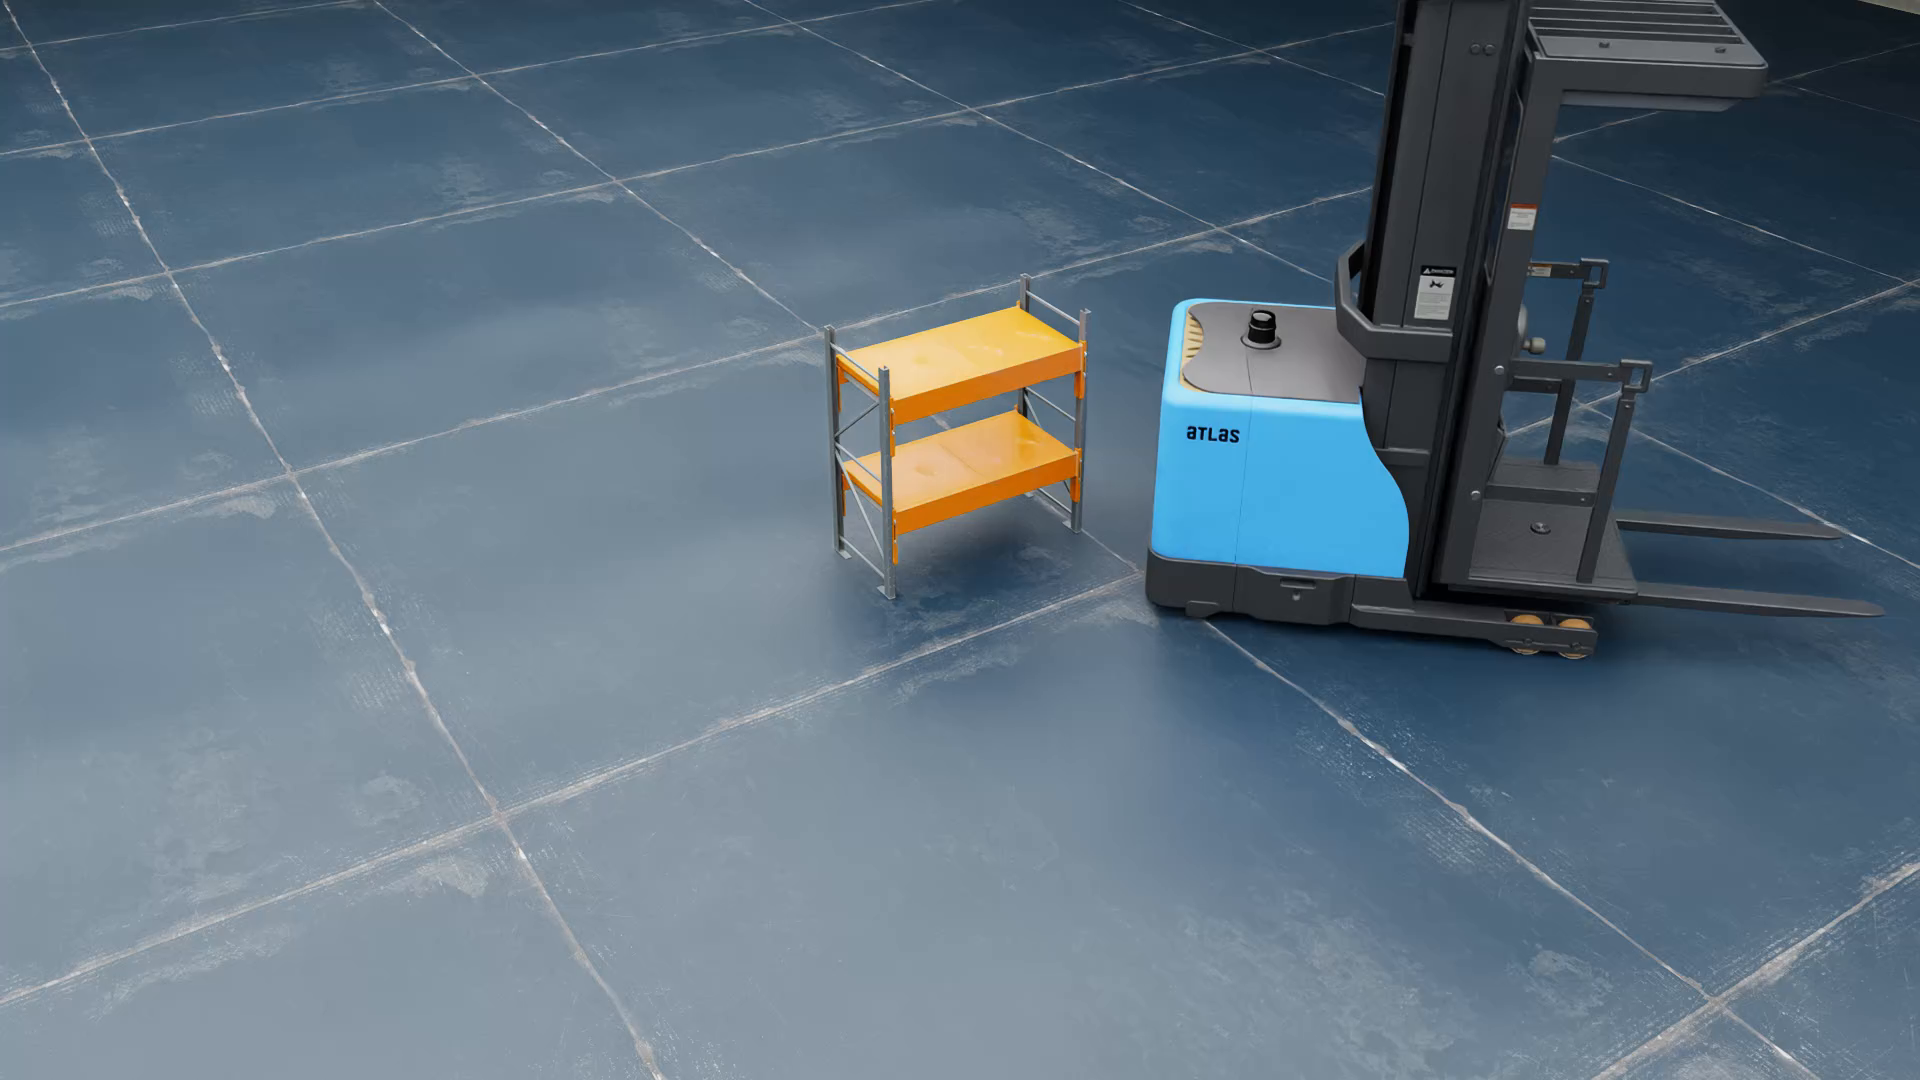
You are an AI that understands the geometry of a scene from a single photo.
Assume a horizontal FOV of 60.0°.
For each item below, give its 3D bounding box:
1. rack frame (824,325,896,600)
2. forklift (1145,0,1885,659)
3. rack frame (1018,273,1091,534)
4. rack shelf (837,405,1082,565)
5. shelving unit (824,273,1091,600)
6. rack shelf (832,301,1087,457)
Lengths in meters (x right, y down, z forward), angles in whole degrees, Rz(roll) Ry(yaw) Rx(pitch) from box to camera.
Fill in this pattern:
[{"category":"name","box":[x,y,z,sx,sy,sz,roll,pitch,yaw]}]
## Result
[{"category":"rack frame","box":[-0.433,-0.327,7.214,0.032,1.125,0.500,-19,37,-27]},{"category":"forklift","box":[2.370,-1.048,6.665,3.031,2.935,1.130,5,33,8]},{"category":"rack frame","box":[0.422,-0.621,7.680,0.032,1.125,0.500,-19,37,-27]},{"category":"rack shelf","box":[-0.006,-0.267,7.577,1.000,0.278,0.538,-19,37,-27]},{"category":"shelving unit","box":[-0.006,-0.474,7.447,1.048,1.125,0.538,-19,37,-27]},{"category":"rack shelf","box":[-0.006,-0.721,7.291,1.000,0.278,0.538,-19,37,-27]}]
